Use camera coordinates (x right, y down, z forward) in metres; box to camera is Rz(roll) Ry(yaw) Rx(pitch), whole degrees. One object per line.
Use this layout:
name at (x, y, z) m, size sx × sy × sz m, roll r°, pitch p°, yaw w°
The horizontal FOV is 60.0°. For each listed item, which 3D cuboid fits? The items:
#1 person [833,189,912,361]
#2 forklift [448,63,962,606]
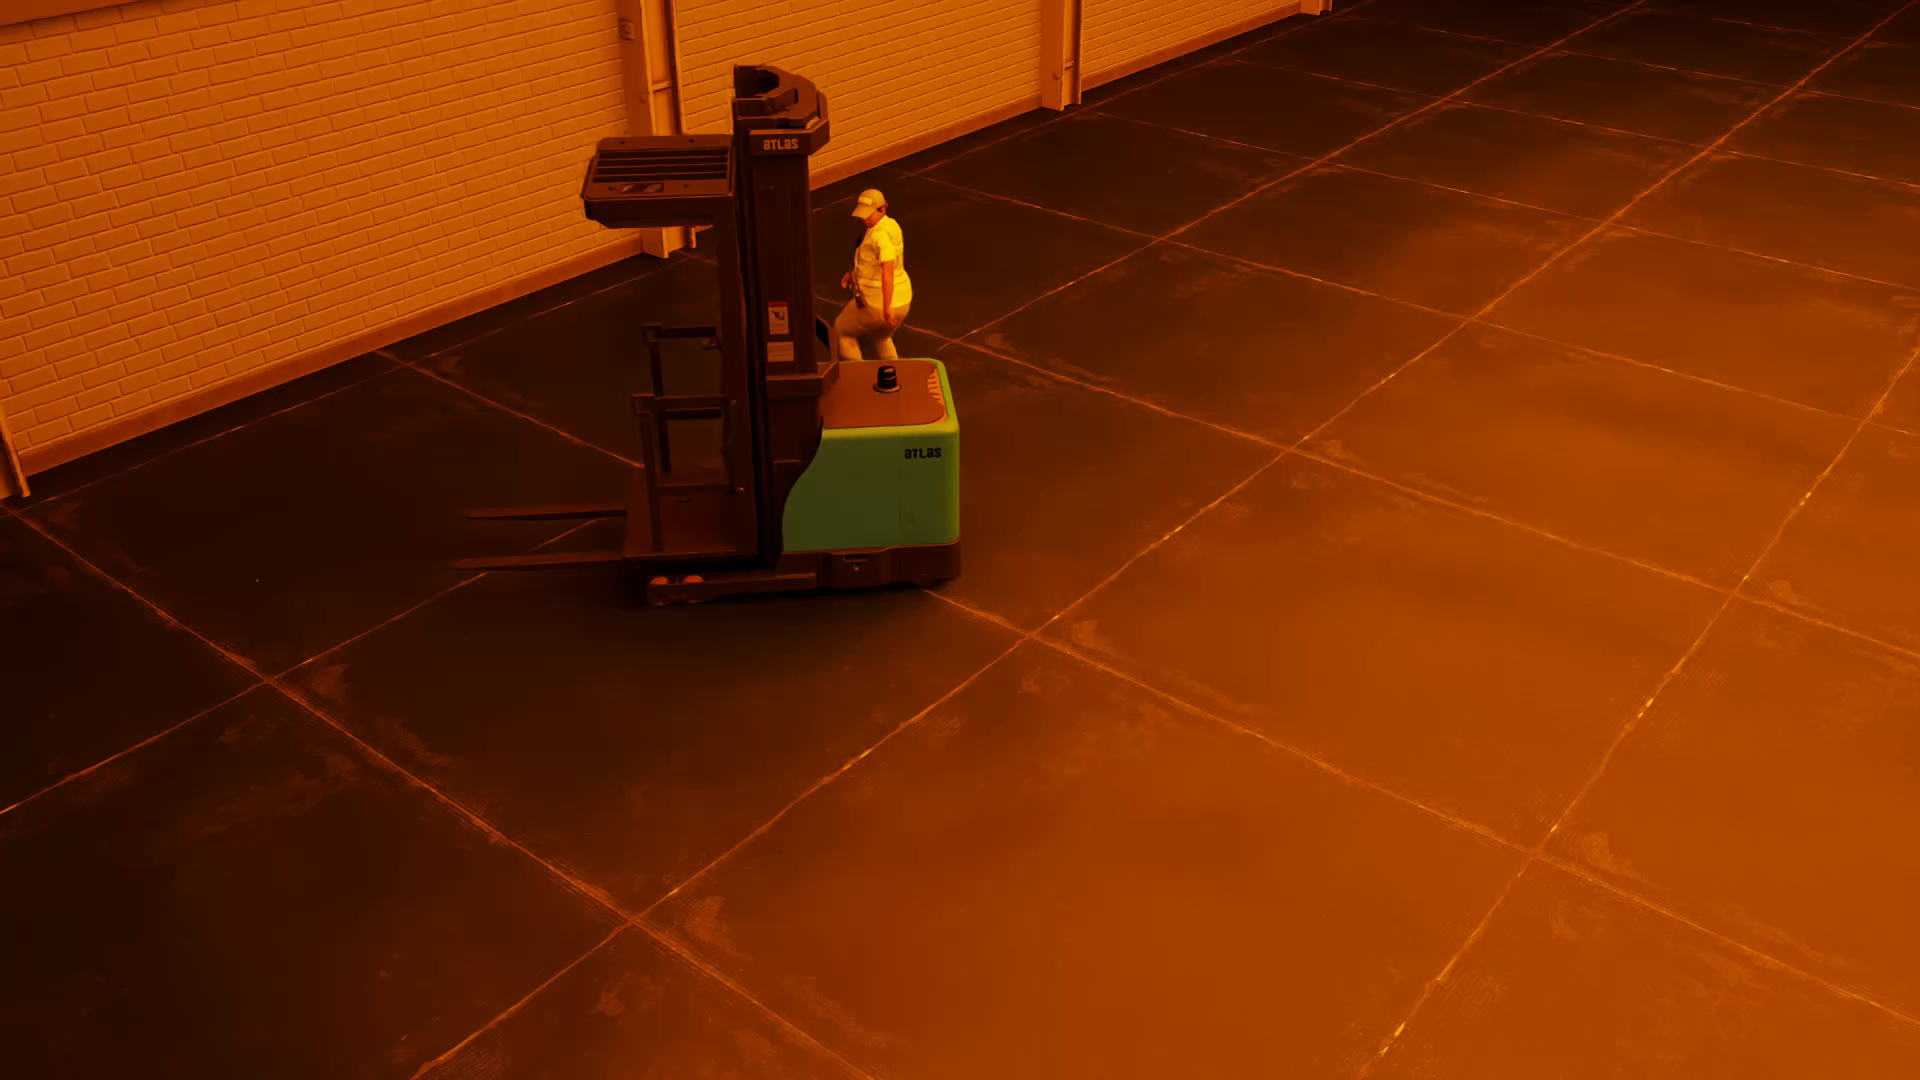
person at (-0.583, -1.700, 11.879) m, size 0.706 × 1.648 × 0.604 m, roll 19°, pitch 35°, yaw 29°
forklift at (-1.542, -1.158, 9.577) m, size 3.031 × 2.935 × 1.130 m, roll -3°, pitch 30°, yaw -5°
